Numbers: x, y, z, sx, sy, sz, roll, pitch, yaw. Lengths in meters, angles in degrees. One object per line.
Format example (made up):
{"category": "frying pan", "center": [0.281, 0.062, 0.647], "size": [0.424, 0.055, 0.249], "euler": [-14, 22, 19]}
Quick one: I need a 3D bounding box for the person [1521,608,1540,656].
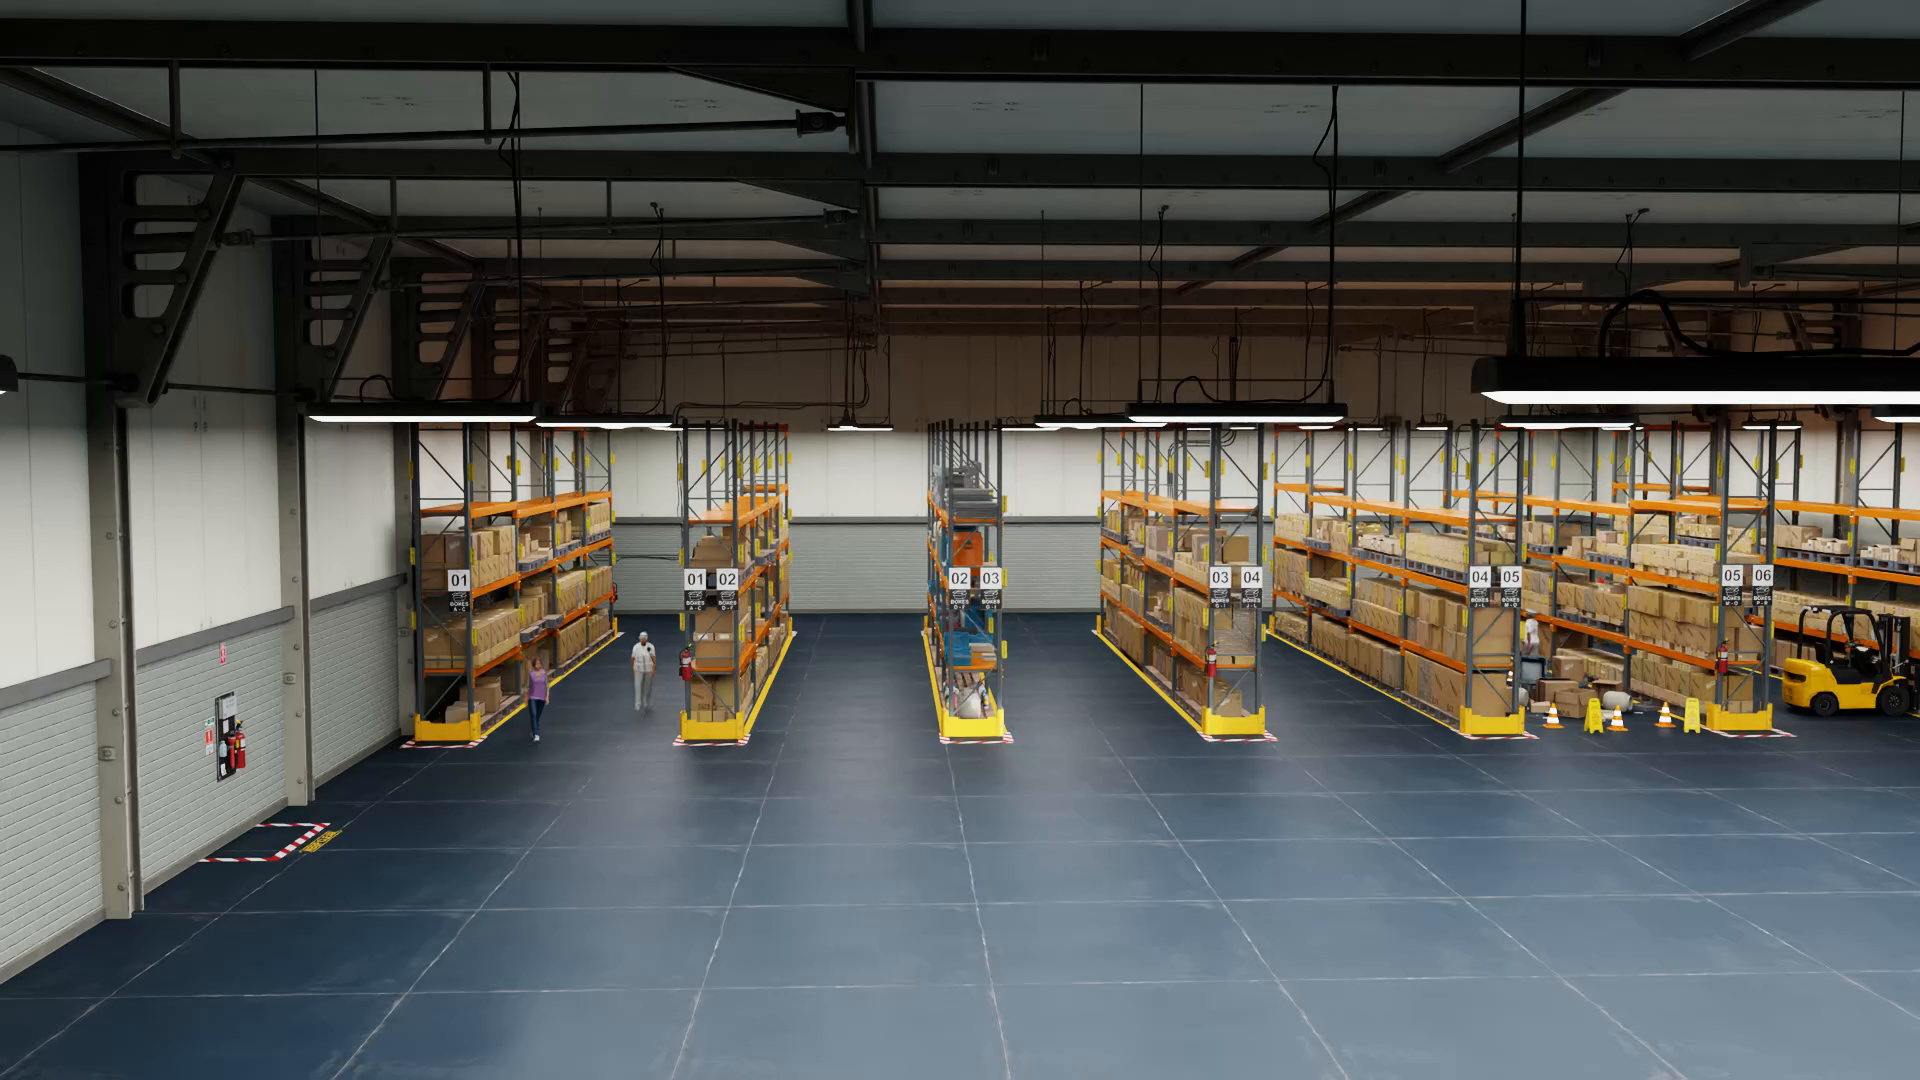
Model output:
{"category": "person", "center": [13.208, 2.445, 38.462], "size": [0.454, 1.711, 0.687], "euler": [-1, 4, -15]}

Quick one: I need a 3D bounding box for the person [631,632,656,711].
{"category": "person", "center": [-6.524, 2.698, 34.312], "size": [0.508, 1.606, 0.997], "euler": [-1, 4, -18]}

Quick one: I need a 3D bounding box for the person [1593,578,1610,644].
{"category": "person", "center": [17.471, 1.933, 45.223], "size": [0.517, 1.783, 0.539], "euler": [-2, 4, -28]}

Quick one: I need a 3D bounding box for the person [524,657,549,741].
{"category": "person", "center": [-7.851, 2.949, 30.879], "size": [0.469, 1.547, 0.960], "euler": [-3, 5, -37]}
